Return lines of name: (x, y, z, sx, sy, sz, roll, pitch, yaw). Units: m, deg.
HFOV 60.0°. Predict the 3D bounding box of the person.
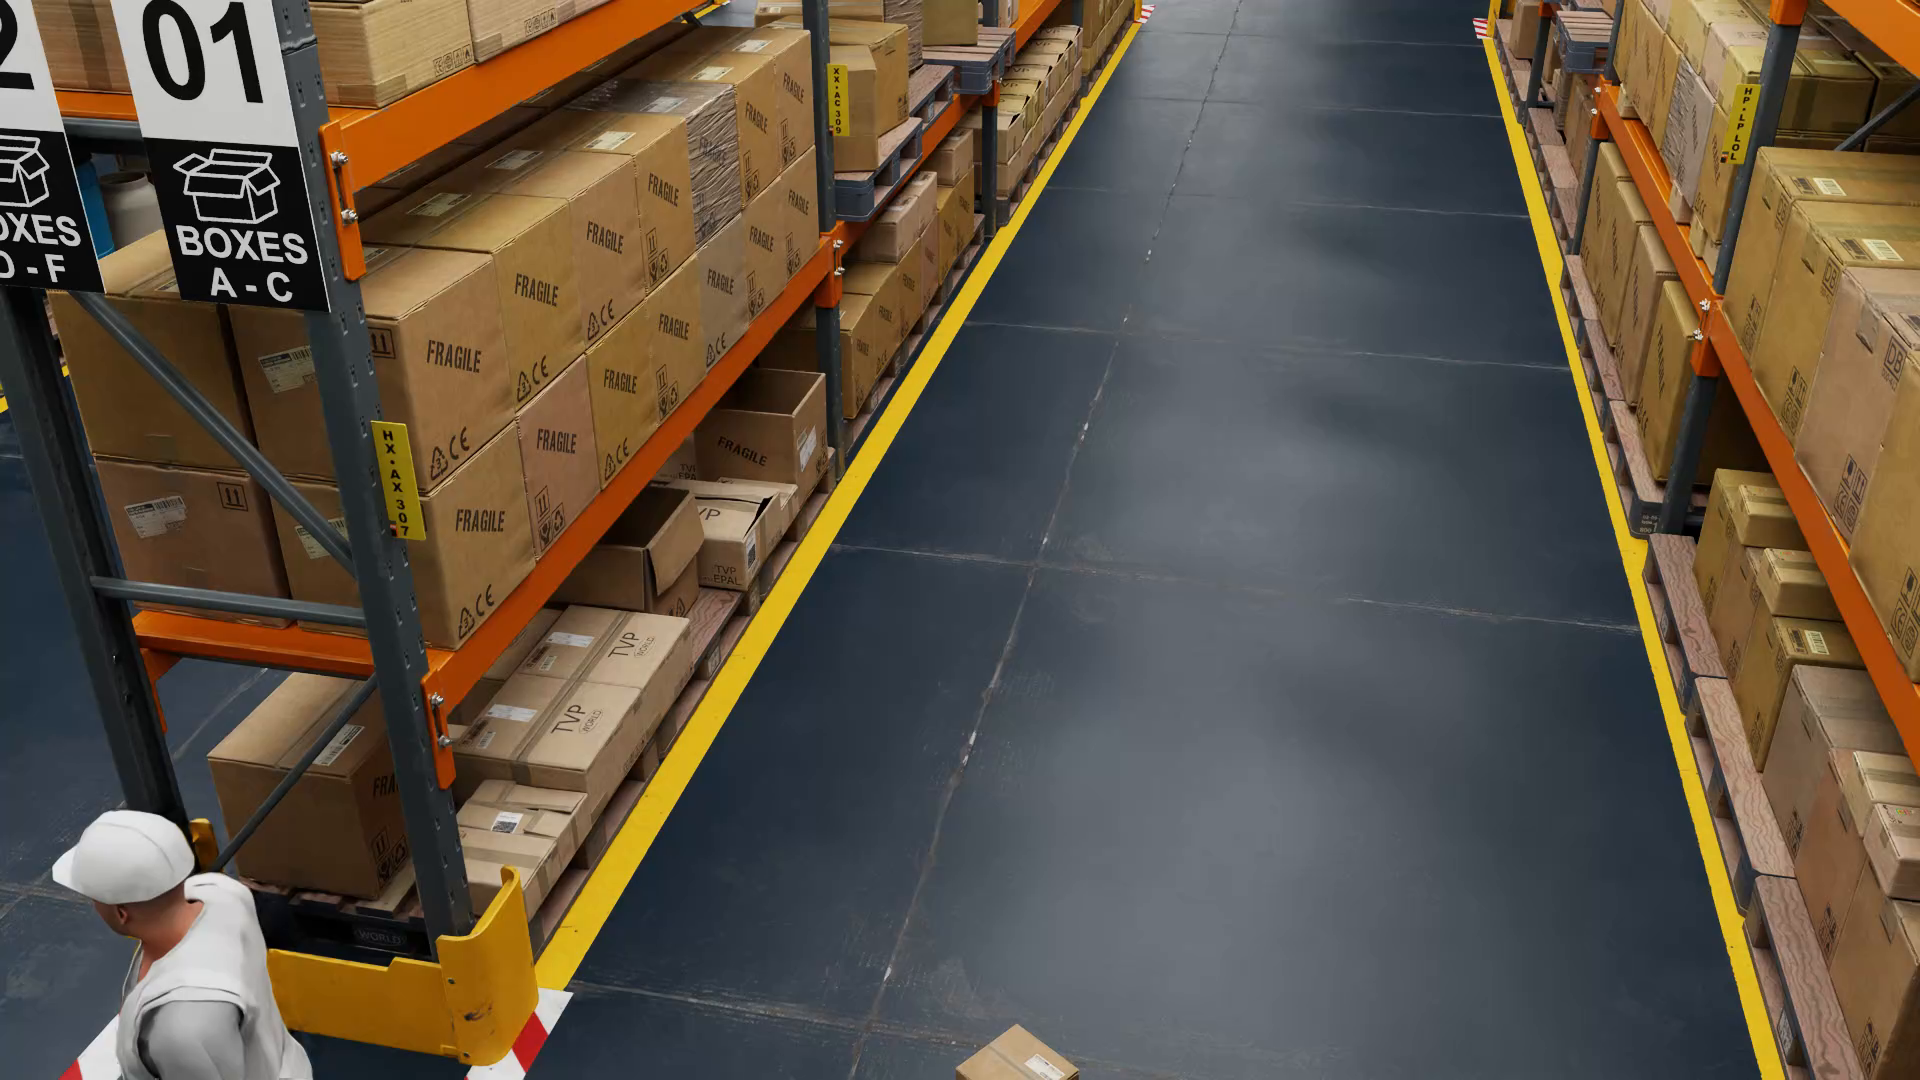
person: (-1.574, 1.333, 3.675, 1.003, 1.743, 0.661, -6, 29, -12)
